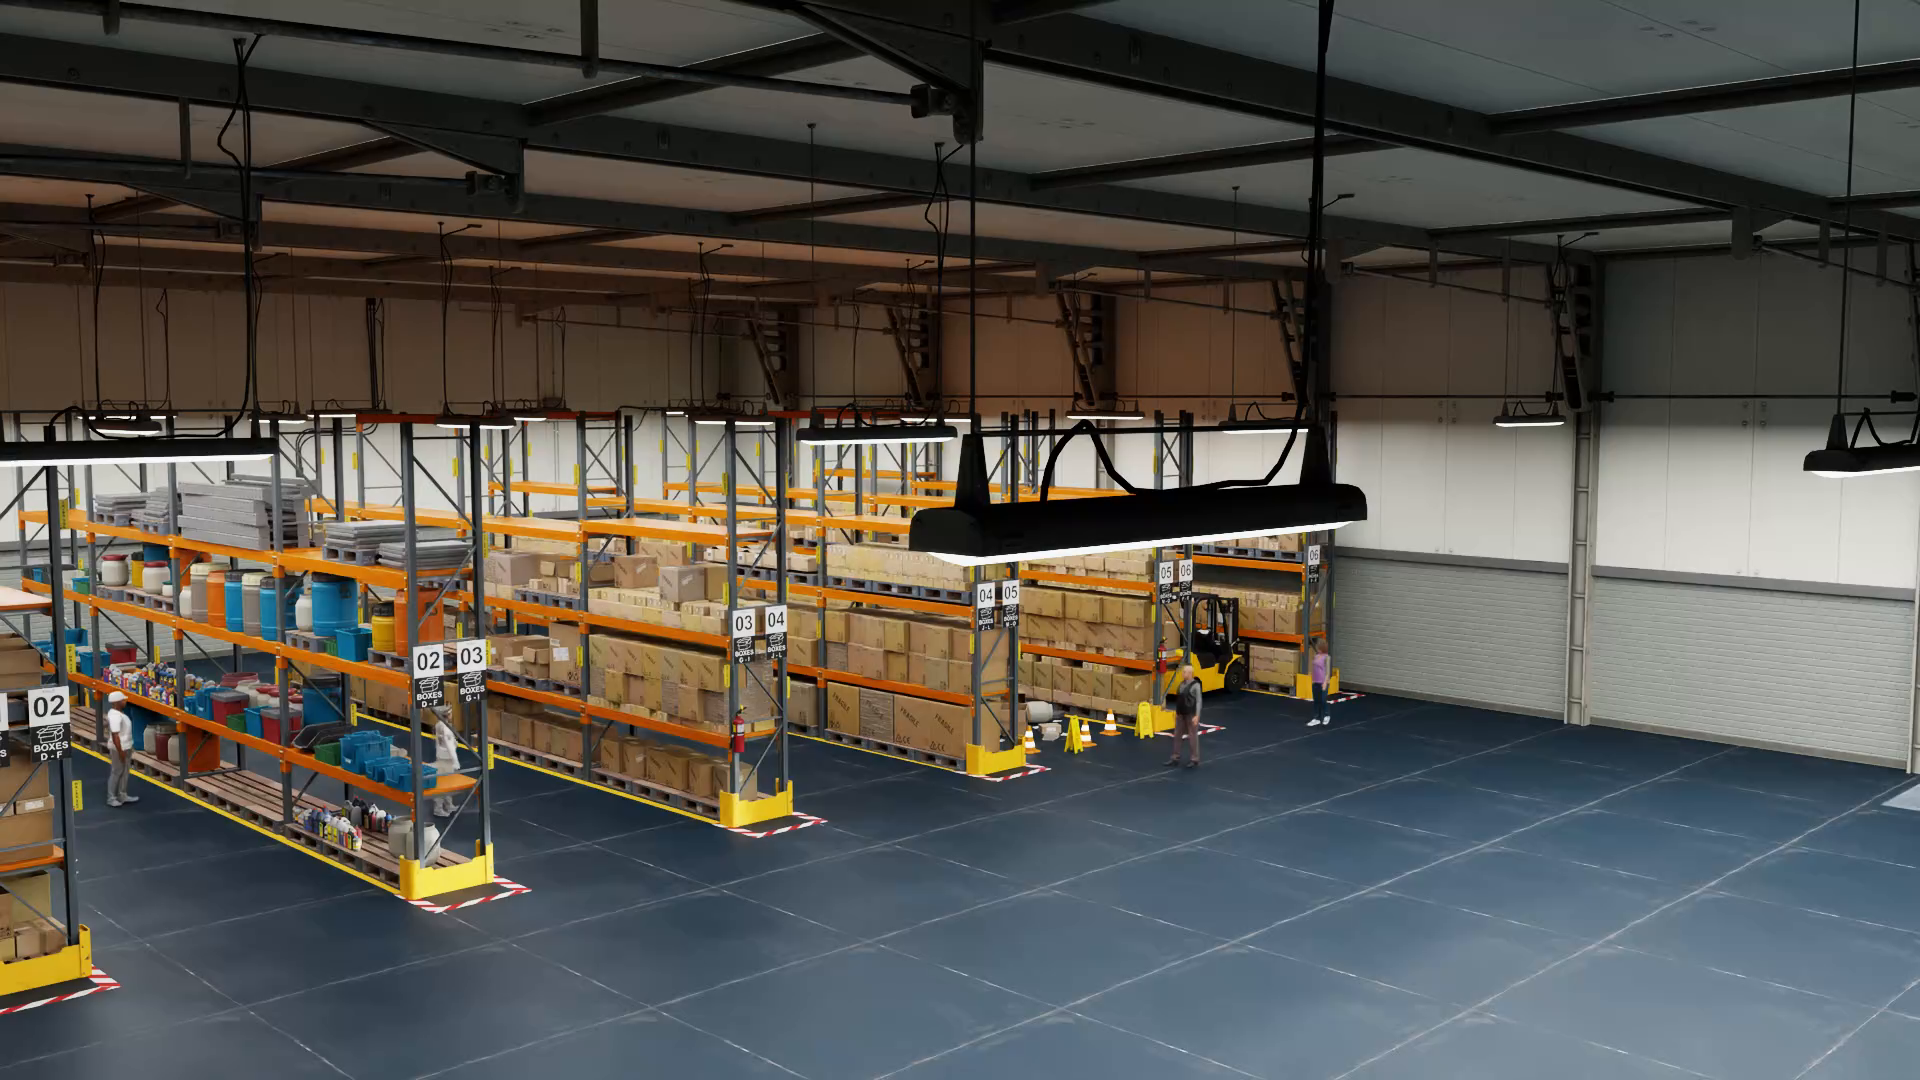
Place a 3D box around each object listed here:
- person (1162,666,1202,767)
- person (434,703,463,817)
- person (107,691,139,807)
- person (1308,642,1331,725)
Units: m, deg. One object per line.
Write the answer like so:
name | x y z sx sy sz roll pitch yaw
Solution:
person | 3.826 3.009 28.347 0.513 1.734 0.595 -4 6 -39
person | -7.751 3.323 25.123 0.426 1.678 0.503 -1 5 -15
person | -13.001 3.217 25.735 0.409 1.765 0.618 0 5 -2
person | 6.924 2.766 31.968 0.381 1.592 0.448 -5 7 -44
